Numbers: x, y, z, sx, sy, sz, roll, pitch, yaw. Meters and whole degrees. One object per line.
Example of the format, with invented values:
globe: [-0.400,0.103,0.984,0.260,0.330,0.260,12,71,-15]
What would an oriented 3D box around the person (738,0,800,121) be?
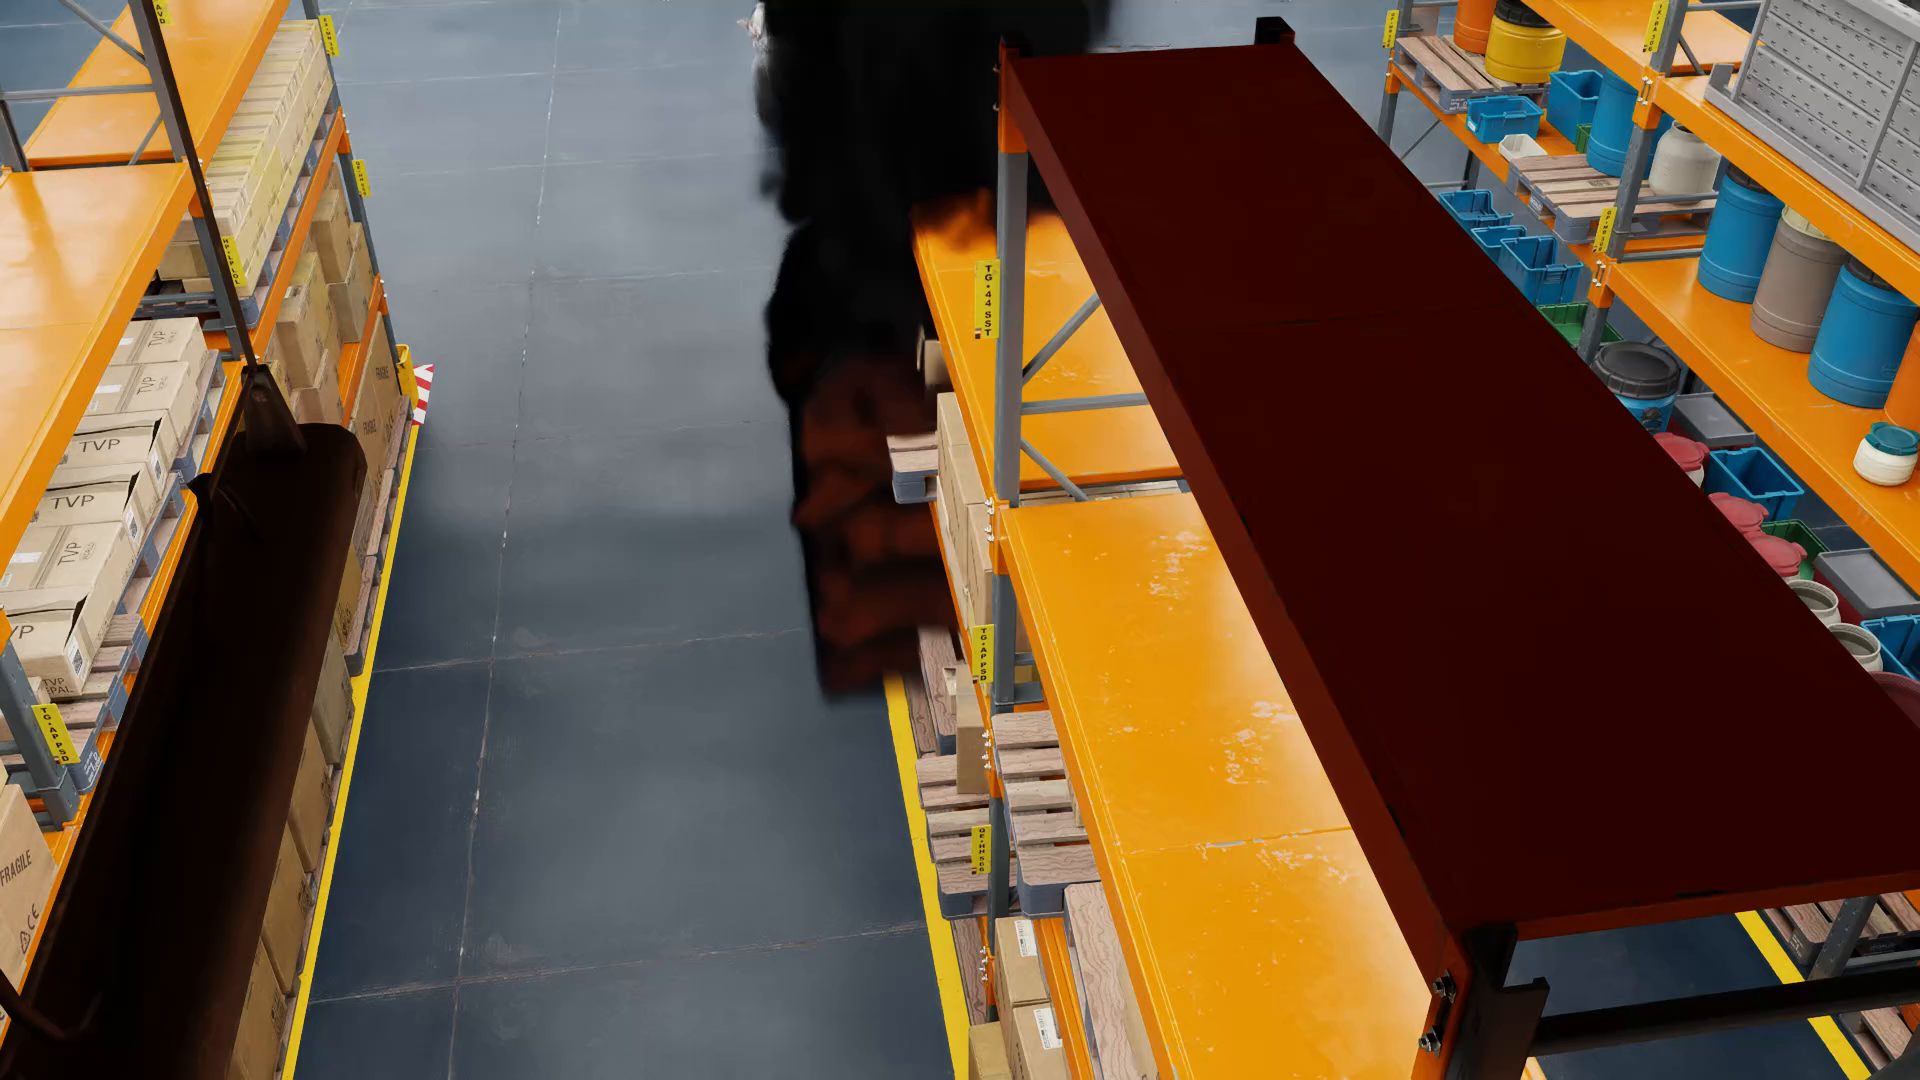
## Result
person: [-2.303,-5.863,20.012,0.768,1.758,0.545,10,38,14]

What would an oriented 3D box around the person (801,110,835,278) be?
person: [-1.212,-3.375,16.624,0.948,1.824,0.682,19,40,24]
